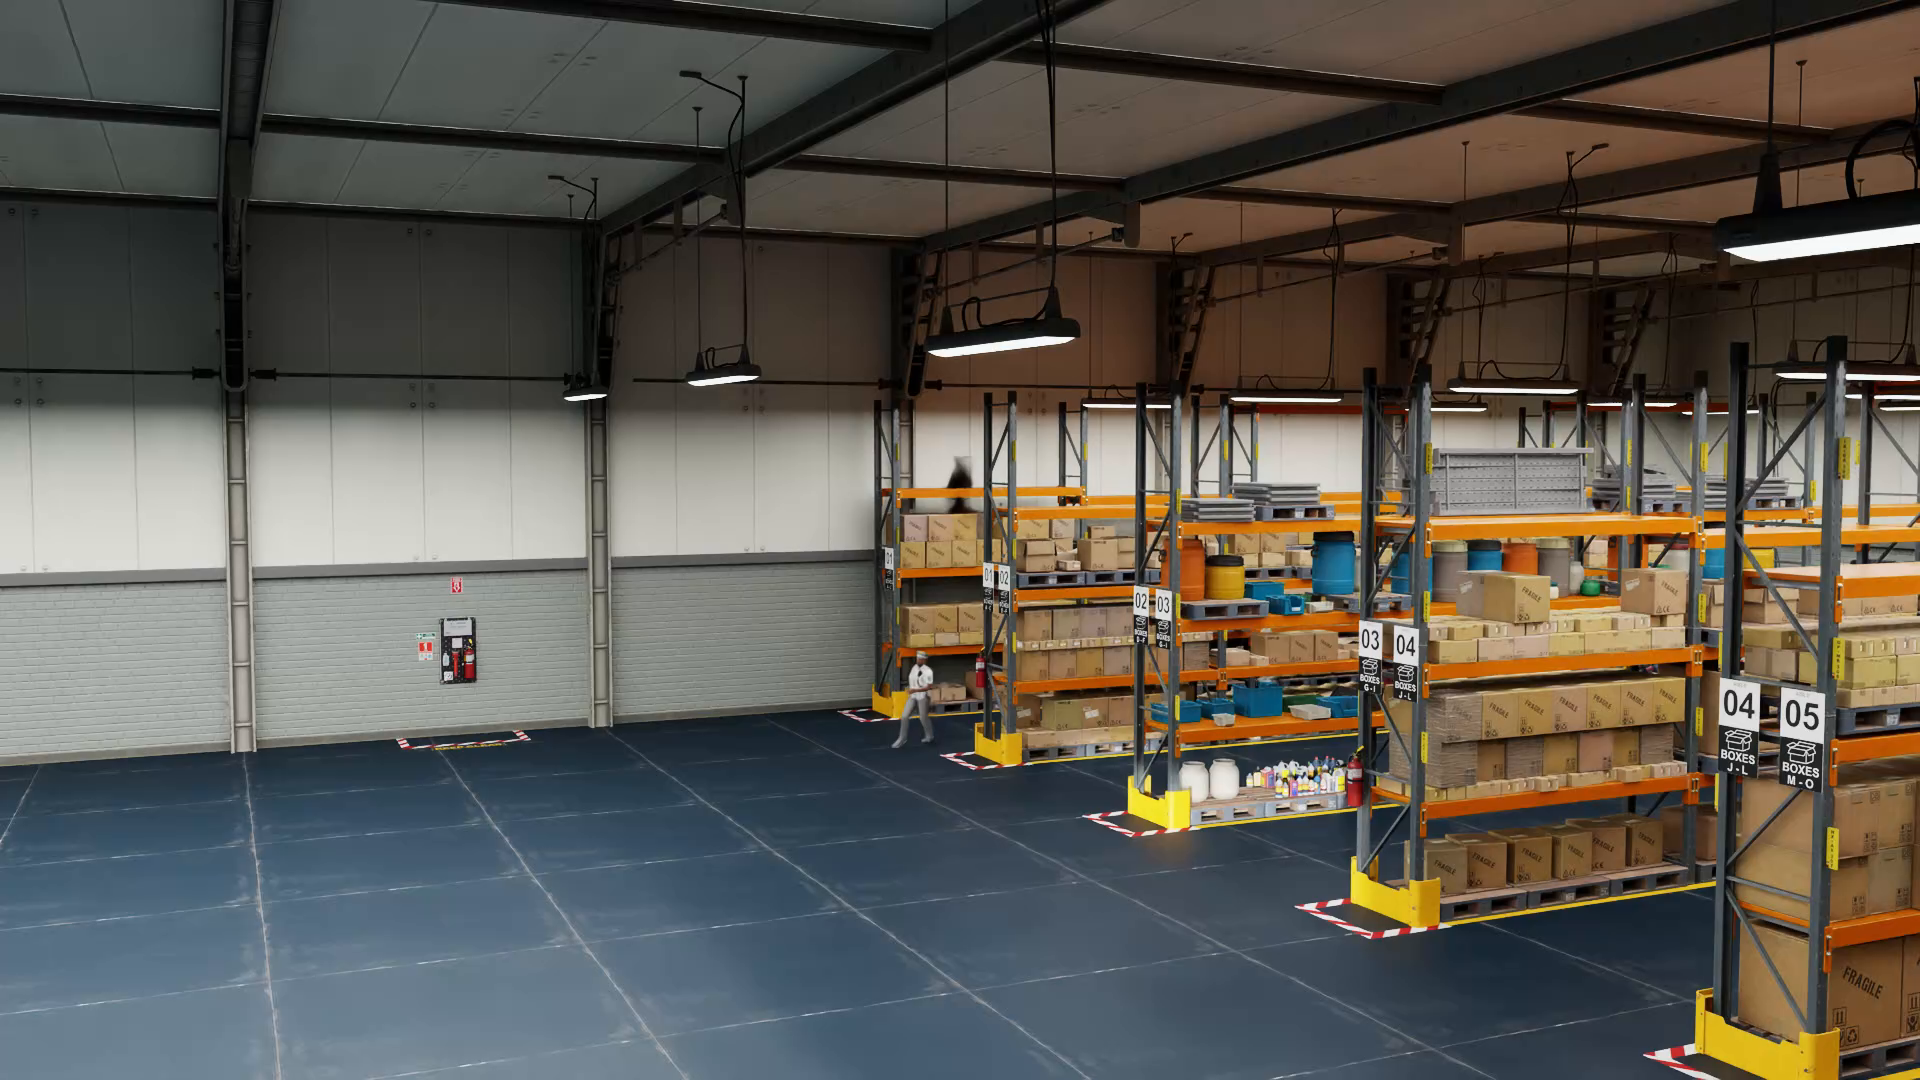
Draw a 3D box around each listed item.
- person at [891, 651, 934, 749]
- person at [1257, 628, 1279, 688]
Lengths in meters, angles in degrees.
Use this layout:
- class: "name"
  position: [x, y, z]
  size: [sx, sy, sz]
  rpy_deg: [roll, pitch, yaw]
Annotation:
- class: "person"
  position: [-0.678, 2.680, 28.137]
  size: [0.641, 1.666, 0.838]
  rpy_deg: [2, 4, 36]
- class: "person"
  position: [5.886, 2.482, 31.452]
  size: [0.702, 1.716, 0.657]
  rpy_deg: [-3, 4, -39]
